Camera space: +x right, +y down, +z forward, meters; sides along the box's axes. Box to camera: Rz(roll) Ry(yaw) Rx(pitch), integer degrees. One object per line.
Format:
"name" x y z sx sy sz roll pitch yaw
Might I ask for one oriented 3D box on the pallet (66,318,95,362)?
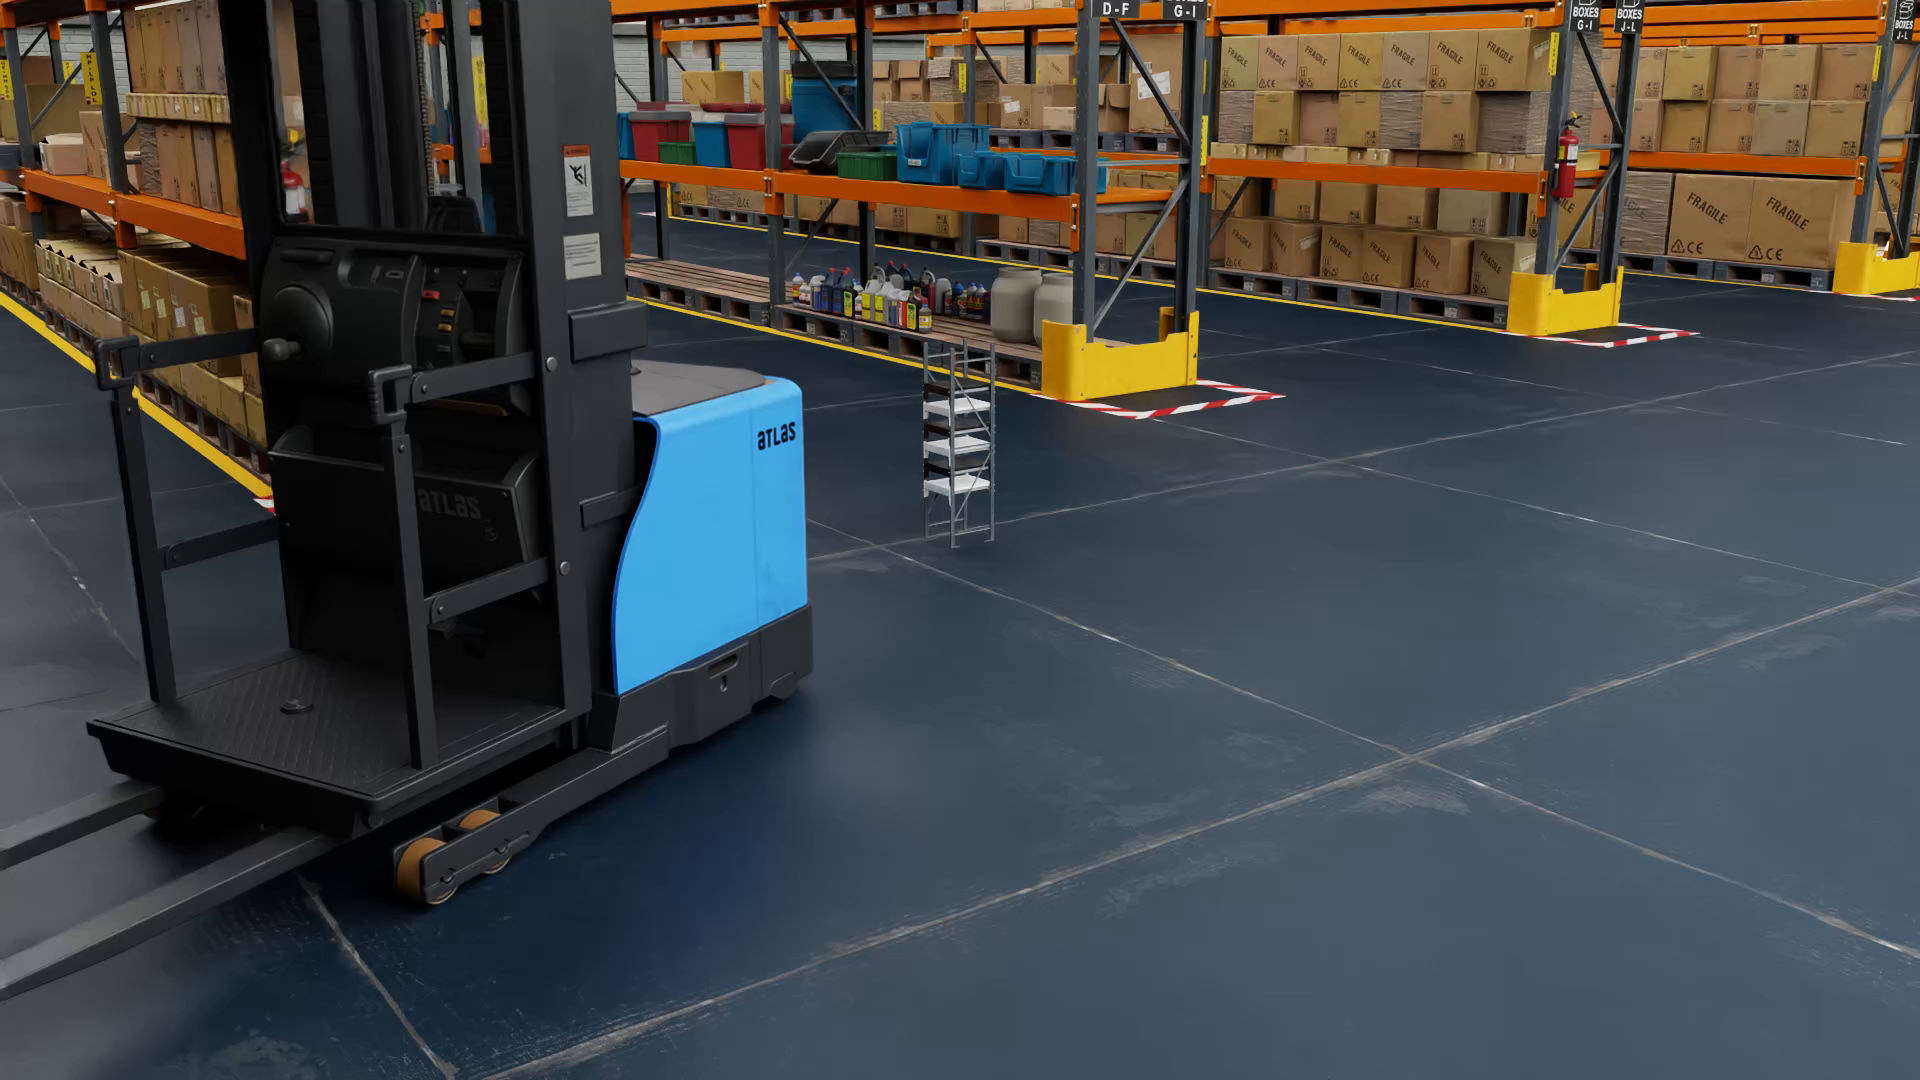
"pallet" -6.372 -1.620 13.095 1.003 0.211 1.213 -11 19 -35

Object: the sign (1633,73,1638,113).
"sign" 5.620 -3.737 13.910 0.100 0.325 0.005 -11 19 -35

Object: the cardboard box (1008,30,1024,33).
"cardboard box" 1.107 -8.201 26.458 0.500 0.250 0.500 -11 19 -35

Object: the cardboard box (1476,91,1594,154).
"cardboard box" 4.880 -3.549 14.108 0.875 0.500 0.500 -11 19 -35

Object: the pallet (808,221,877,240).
"pallet" -1.360 -4.300 22.887 1.003 0.211 1.213 -11 19 -35

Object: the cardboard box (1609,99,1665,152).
"cardboard box" 7.691 -4.586 18.366 0.875 0.550 0.550 -11 19 -35

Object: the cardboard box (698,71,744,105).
"cardboard box" -3.559 -6.724 24.762 0.500 0.500 0.500 -11 19 -36

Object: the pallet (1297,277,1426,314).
"pallet" 3.974 -2.346 15.748 1.003 0.211 1.213 -11 19 -35

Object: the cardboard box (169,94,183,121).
"cardboard box" -4.424 -2.552 9.800 0.380 0.149 0.250 -12 19 -36

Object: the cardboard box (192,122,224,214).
"cardboard box" -4.011 -2.179 9.666 0.700 0.500 0.500 -10 18 -33

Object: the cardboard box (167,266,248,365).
"cardboard box" -4.283 -1.323 9.722 0.500 0.500 0.500 -11 19 -35

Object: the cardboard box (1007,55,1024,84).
"cardboard box" 1.104 -7.500 26.649 0.500 0.500 0.500 -10 18 -33

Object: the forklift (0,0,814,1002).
"forklift" -1.645 -0.626 4.313 1.130 2.935 3.031 8 17 27

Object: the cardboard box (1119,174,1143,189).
"cardboard box" 2.729 -5.232 24.948 0.500 0.500 0.500 -10 18 -32

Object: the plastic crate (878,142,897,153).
"plastic crate" -0.307 -3.055 13.338 0.499 0.251 0.616 -11 19 -35

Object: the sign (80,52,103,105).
"sign" -5.619 -2.987 10.764 0.100 0.325 0.005 -11 19 -35

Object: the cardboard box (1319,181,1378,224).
"cardboard box" 5.351 -4.480 21.727 1.050 0.750 0.750 -11 19 -34

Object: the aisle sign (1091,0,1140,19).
"aisle sign" 0.977 -3.659 10.339 0.394 0.787 0.004 -11 19 -35

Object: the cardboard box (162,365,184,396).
"cardboard box" -4.579 -1.068 10.210 0.500 0.250 0.500 -11 19 -35

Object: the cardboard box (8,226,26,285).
"cardboard box" -8.582 -2.687 15.615 0.500 0.500 0.500 -12 19 -37

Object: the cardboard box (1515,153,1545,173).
"cardboard box" 4.847 -3.143 13.855 0.380 0.149 0.250 -11 19 -35

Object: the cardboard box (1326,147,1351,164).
"cardboard box" 3.605 -3.558 15.369 0.380 0.149 0.250 -11 19 -35

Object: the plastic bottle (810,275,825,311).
"plastic bottle" -1.132 -2.019 13.595 0.152 0.276 0.135 -10 18 -33

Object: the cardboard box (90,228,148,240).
"cardboard box" -7.574 -2.555 15.132 0.500 0.500 0.500 -10 18 -32

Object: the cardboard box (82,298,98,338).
"cardboard box" -6.261 -1.690 12.483 0.500 0.250 0.500 -10 18 -33

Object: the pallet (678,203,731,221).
"pallet" -3.693 -5.149 25.988 1.003 0.211 1.213 -11 19 -35

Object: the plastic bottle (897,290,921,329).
"plastic bottle" -0.386 -1.748 12.605 0.152 0.276 0.135 -11 19 -34

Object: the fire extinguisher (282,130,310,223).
"fire extinguisher" -3.140 -1.564 7.756 0.296 0.674 0.183 -11 19 -35

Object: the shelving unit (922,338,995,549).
"shelving unit" -0.005 -0.436 7.464 0.258 0.900 0.210 -11 19 -35

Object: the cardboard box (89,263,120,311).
"cardboard box" -5.967 -1.852 12.011 0.500 0.311 0.500 -10 18 -33

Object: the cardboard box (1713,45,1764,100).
"cardboard box" 8.449 -4.906 17.490 0.875 0.550 0.550 -11 19 -35

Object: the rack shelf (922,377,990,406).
"rack shelf" -0.005 -0.664 7.401 0.258 0.077 0.200 -11 19 -35

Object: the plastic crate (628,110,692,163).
"plastic crate" -2.826 -3.813 15.706 0.402 0.464 0.583 -11 19 -35

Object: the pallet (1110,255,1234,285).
"pallet" 2.370 -2.911 17.812 1.003 0.211 1.213 -11 19 -35

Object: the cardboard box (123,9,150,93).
"cardboard box" -4.920 -3.133 10.695 0.700 0.500 0.500 -11 19 -34

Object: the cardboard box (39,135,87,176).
"cardboard box" -7.169 -3.143 13.547 0.500 0.311 0.500 -11 19 -35

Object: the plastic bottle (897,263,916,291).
"plastic bottle" -0.452 -2.122 13.831 0.144 0.351 0.185 -12 19 -37

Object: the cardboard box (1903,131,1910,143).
"cardboard box" 11.921 -5.029 20.743 0.380 0.149 0.250 -11 19 -35

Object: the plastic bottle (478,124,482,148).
"plastic bottle" -5.488 -4.639 19.064 0.061 0.283 0.133 -11 19 -35

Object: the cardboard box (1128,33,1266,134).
"cardboard box" 2.475 -4.773 17.401 1.000 1.000 1.000 -11 19 -34

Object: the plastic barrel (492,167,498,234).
"plastic barrel" -5.158 -3.950 19.504 0.600 0.901 0.708 -11 19 -35

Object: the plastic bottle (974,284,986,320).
"plastic bottle" 0.159 -1.872 13.068 0.097 0.271 0.097 0 15 0

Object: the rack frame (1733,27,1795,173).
"rack frame" 10.845 -5.628 22.457 1.000 3.000 0.127 -11 19 -35

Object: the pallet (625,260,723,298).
"pallet" -3.105 -2.659 16.890 1.003 0.211 1.213 -11 19 -35

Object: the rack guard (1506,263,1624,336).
"rack guard" 5.137 -2.046 14.105 1.175 0.500 0.348 -11 19 -35

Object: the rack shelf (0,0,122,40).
"rack shelf" -8.714 -4.934 15.602 1.077 0.370 4.000 -11 19 -35

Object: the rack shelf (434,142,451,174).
"rack shelf" -7.057 -5.109 21.925 1.077 0.370 4.000 -11 19 -35

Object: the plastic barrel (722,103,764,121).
"plastic barrel" -1.993 -3.782 15.453 0.433 0.535 0.433 0 15 0

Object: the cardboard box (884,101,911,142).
"cardboard box" -0.609 -5.277 20.984 0.500 0.500 0.500 -12 19 -36

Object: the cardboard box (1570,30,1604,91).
"cardboard box" 5.078 -4.069 14.115 0.500 0.500 0.500 -11 19 -35

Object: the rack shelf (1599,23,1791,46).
"rack shelf" 9.669 -7.155 23.716 1.077 0.370 4.000 -11 19 -35

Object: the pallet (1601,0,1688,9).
"pallet" 7.373 -6.066 18.542 1.003 0.211 1.213 -11 19 -35

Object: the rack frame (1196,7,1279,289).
"rack frame" 2.829 -4.090 16.837 1.000 3.000 0.127 -11 19 -35

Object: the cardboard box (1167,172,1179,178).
"cardboard box" 3.343 -5.373 24.045 0.500 0.250 0.500 -10 18 -33

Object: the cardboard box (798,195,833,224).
"cardboard box" -1.482 -4.842 22.815 1.225 0.875 0.875 -11 19 -34

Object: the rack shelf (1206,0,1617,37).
"rack shelf" 4.005 -4.763 14.975 1.077 0.370 4.000 -11 19 -35

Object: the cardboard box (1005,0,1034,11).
"cardboard box" 0.849 -6.069 18.670 0.500 0.250 0.500 -10 18 -33
